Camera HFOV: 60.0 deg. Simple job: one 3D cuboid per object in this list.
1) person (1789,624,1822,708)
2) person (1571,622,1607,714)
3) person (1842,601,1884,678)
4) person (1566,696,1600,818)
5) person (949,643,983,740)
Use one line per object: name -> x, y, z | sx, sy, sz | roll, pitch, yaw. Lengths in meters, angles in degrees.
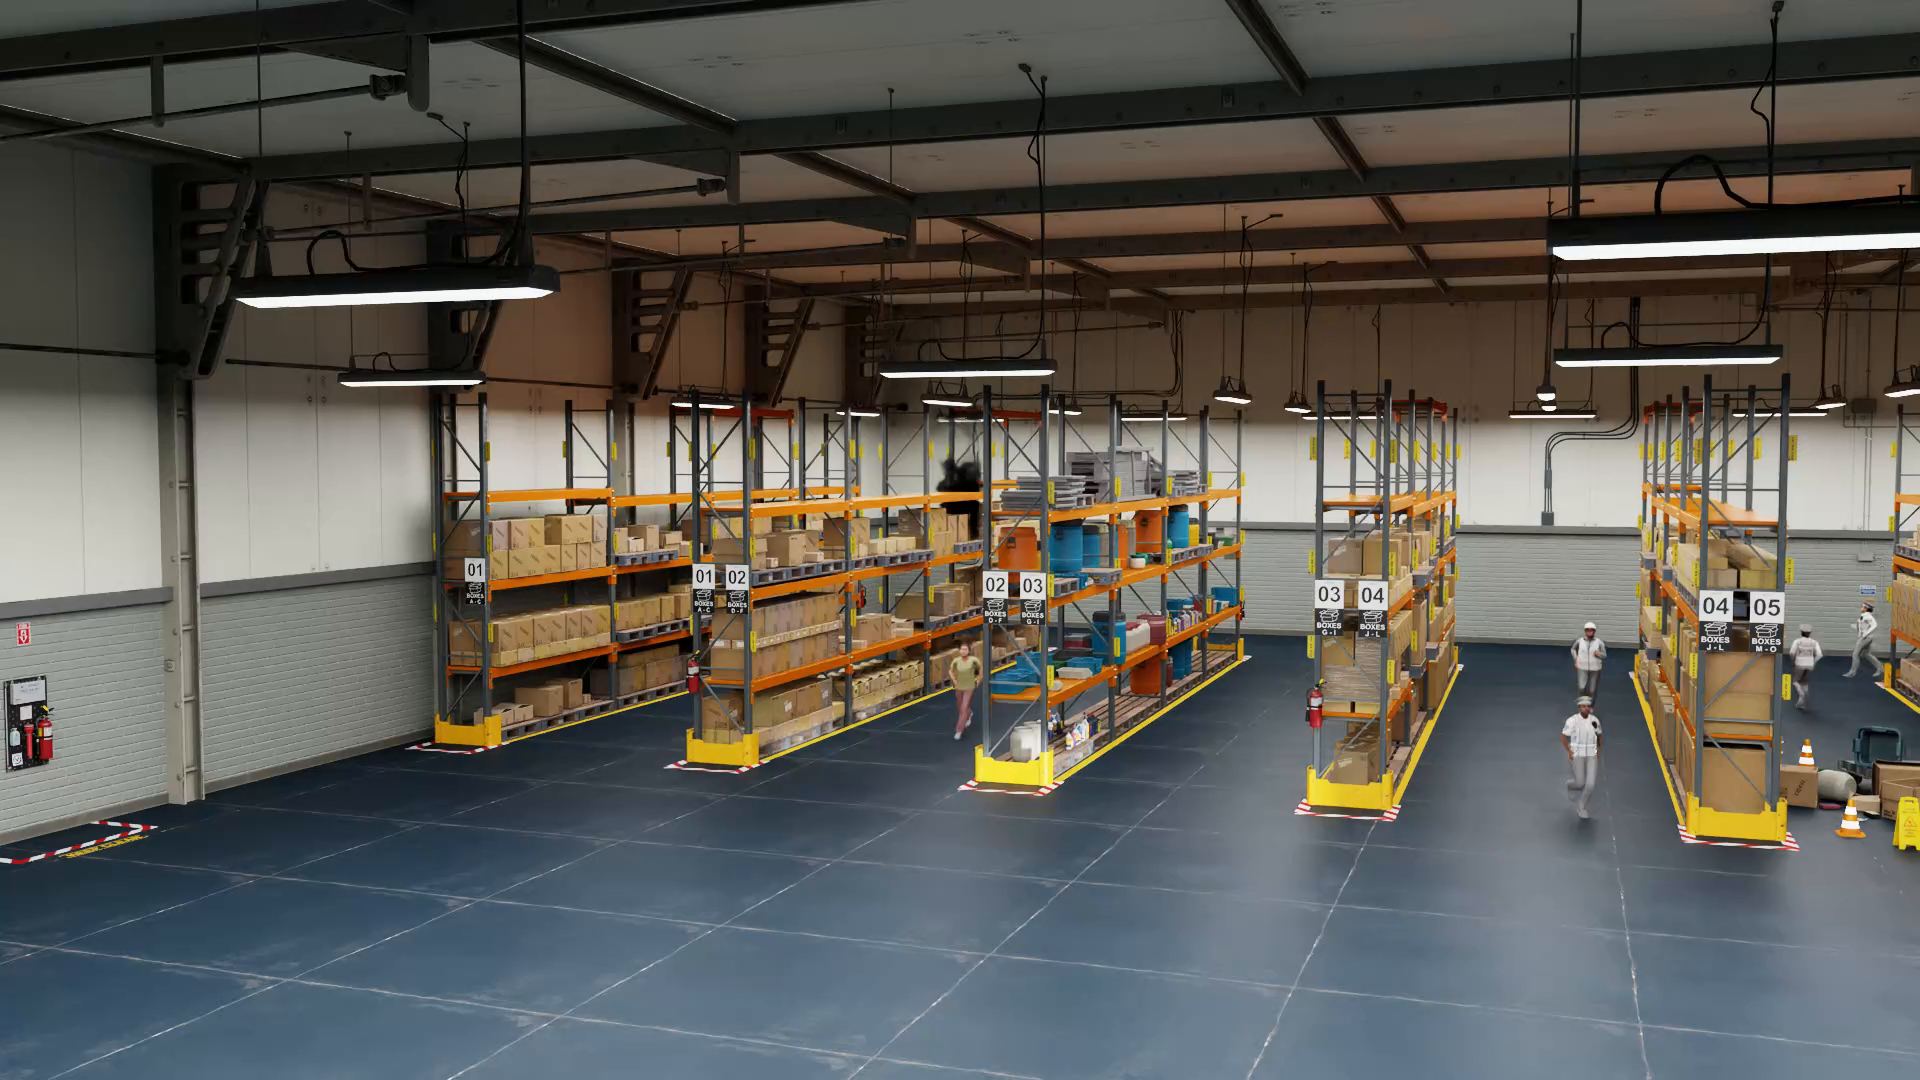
person -> 16.405, 2.455, 32.315 | 0.599, 1.652, 0.524 | 1, 3, 13
person -> 11.812, 2.461, 31.264 | 0.625, 1.820, 0.693 | 1, 3, 20
person -> 19.922, 2.189, 36.606 | 0.835, 1.711, 0.624 | 2, 4, 30
person -> 8.604, 2.971, 22.959 | 0.399, 1.678, 0.589 | 0, 3, 1
person -> 0.100, 2.625, 29.264 | 0.602, 1.660, 0.921 | 1, 3, 13
